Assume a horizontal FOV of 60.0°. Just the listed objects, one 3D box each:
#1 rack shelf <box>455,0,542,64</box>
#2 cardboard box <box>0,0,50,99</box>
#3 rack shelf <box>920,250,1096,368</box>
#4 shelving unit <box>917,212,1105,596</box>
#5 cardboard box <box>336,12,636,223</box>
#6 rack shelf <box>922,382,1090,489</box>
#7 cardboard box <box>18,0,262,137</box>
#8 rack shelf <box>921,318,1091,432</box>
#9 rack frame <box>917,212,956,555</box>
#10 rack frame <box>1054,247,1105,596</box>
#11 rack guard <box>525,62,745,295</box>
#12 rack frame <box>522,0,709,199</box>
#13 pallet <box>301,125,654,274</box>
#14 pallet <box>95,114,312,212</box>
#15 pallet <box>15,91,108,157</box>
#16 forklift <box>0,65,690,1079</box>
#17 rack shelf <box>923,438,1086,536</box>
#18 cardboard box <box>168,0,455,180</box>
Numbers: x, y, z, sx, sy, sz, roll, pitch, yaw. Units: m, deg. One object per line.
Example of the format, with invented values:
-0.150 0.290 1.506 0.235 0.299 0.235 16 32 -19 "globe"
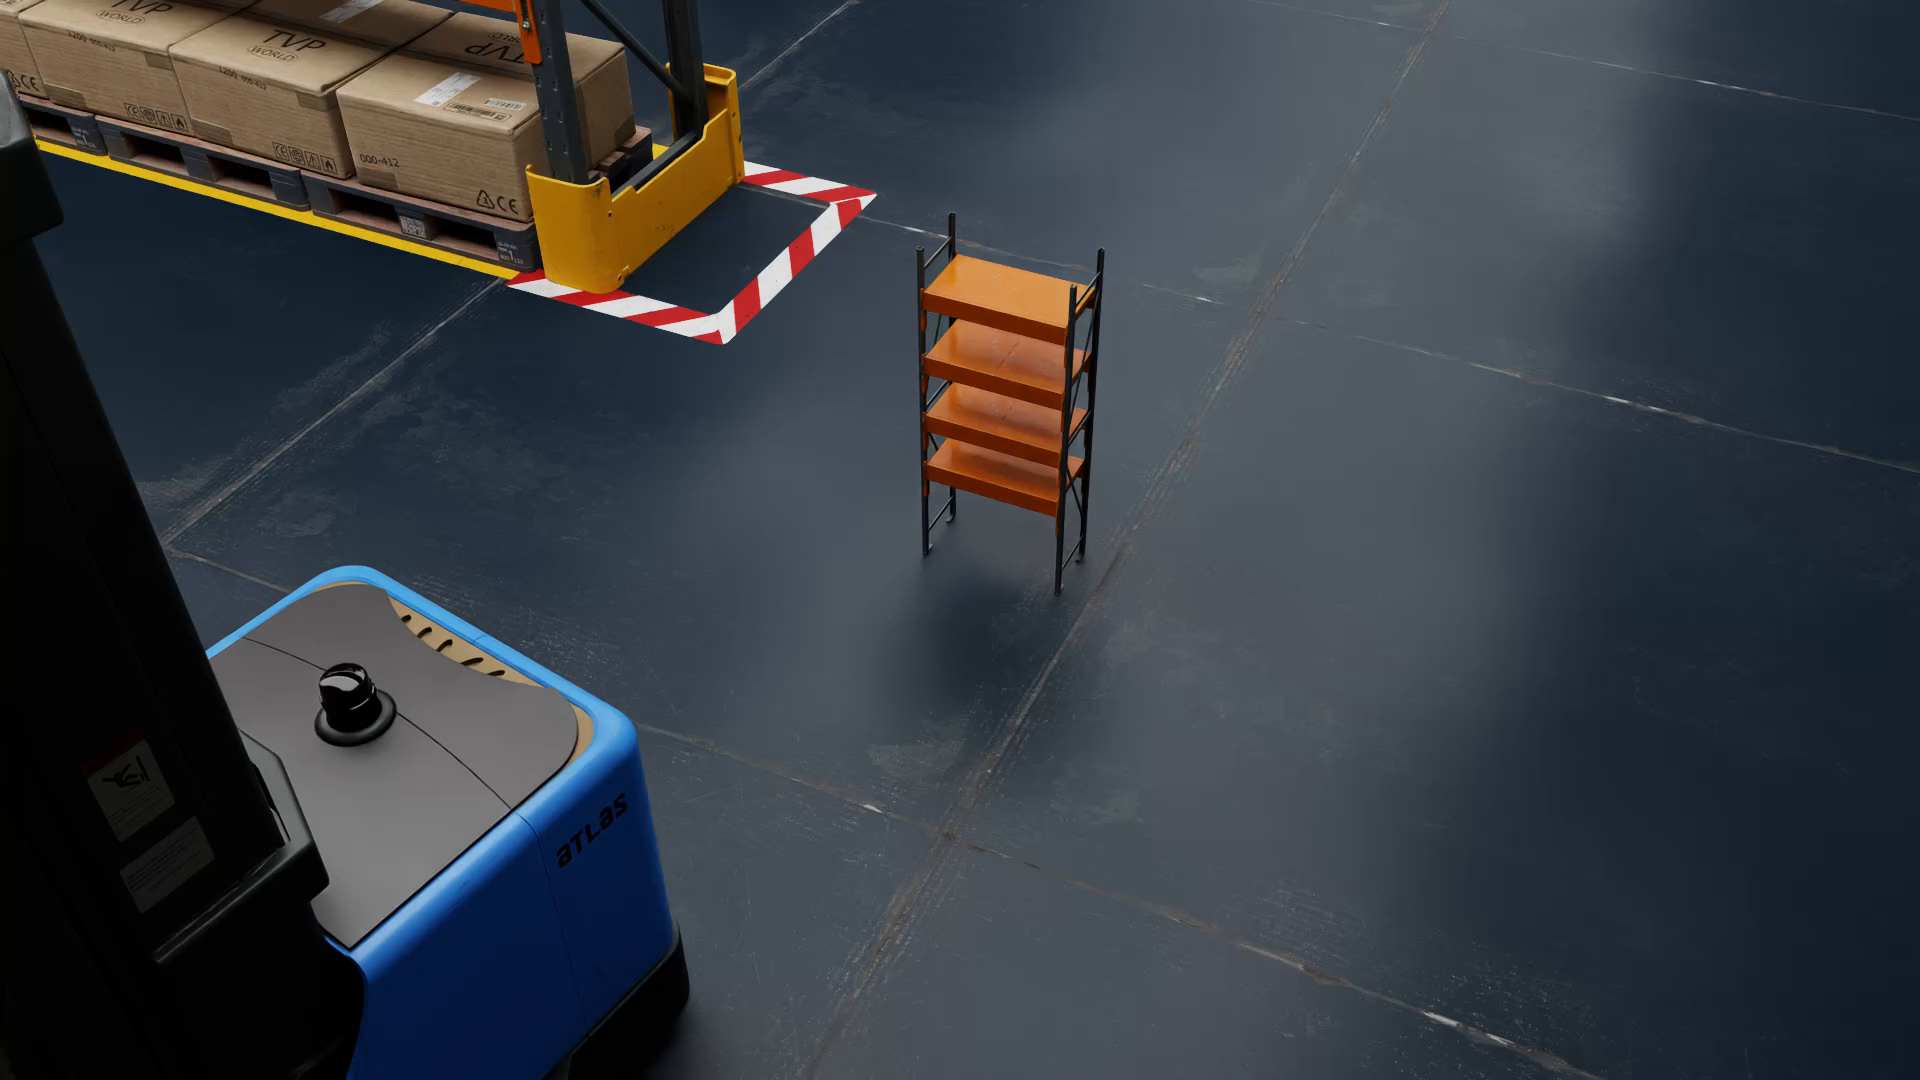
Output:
-3.209 -2.826 7.269 4.000 0.370 1.077 17 44 19 "rack shelf"
-4.498 -2.604 8.100 0.875 0.438 0.875 16 44 18 "cardboard box"
0.150 -0.705 5.047 0.480 0.148 0.258 17 44 19 "rack shelf"
0.150 -0.408 5.304 0.503 1.200 0.258 17 44 19 "shelving unit"
-2.037 -1.858 7.238 0.875 0.438 0.875 16 43 17 "cardboard box"
0.150 -0.357 5.348 0.480 0.148 0.258 17 44 19 "rack shelf"
-3.686 -2.357 7.814 0.875 0.438 0.875 16 43 17 "cardboard box"
0.150 -0.526 5.202 0.480 0.148 0.258 17 44 19 "rack shelf"
-0.071 -0.475 5.382 0.015 1.200 0.240 17 44 19 "rack frame"
0.371 -0.340 5.226 0.015 1.200 0.240 17 44 19 "rack frame"
-1.375 -1.592 7.206 0.348 0.500 1.175 17 44 19 "rack guard"
-1.396 -2.544 6.394 0.127 3.000 1.000 17 44 19 "rack frame"
-2.154 -1.665 7.510 1.213 0.211 1.003 17 44 19 "pallet"
-3.256 -2.004 7.900 1.213 0.211 1.003 17 44 19 "pallet"
-4.365 -2.341 8.289 1.213 0.211 1.003 17 44 19 "pallet"
-1.957 0.711 2.691 1.130 2.935 3.031 25 47 26 "forklift"
0.150 -0.207 5.478 0.480 0.148 0.258 17 44 19 "rack shelf"
-2.870 -2.106 7.525 0.875 0.438 0.875 18 44 20 "cardboard box"
